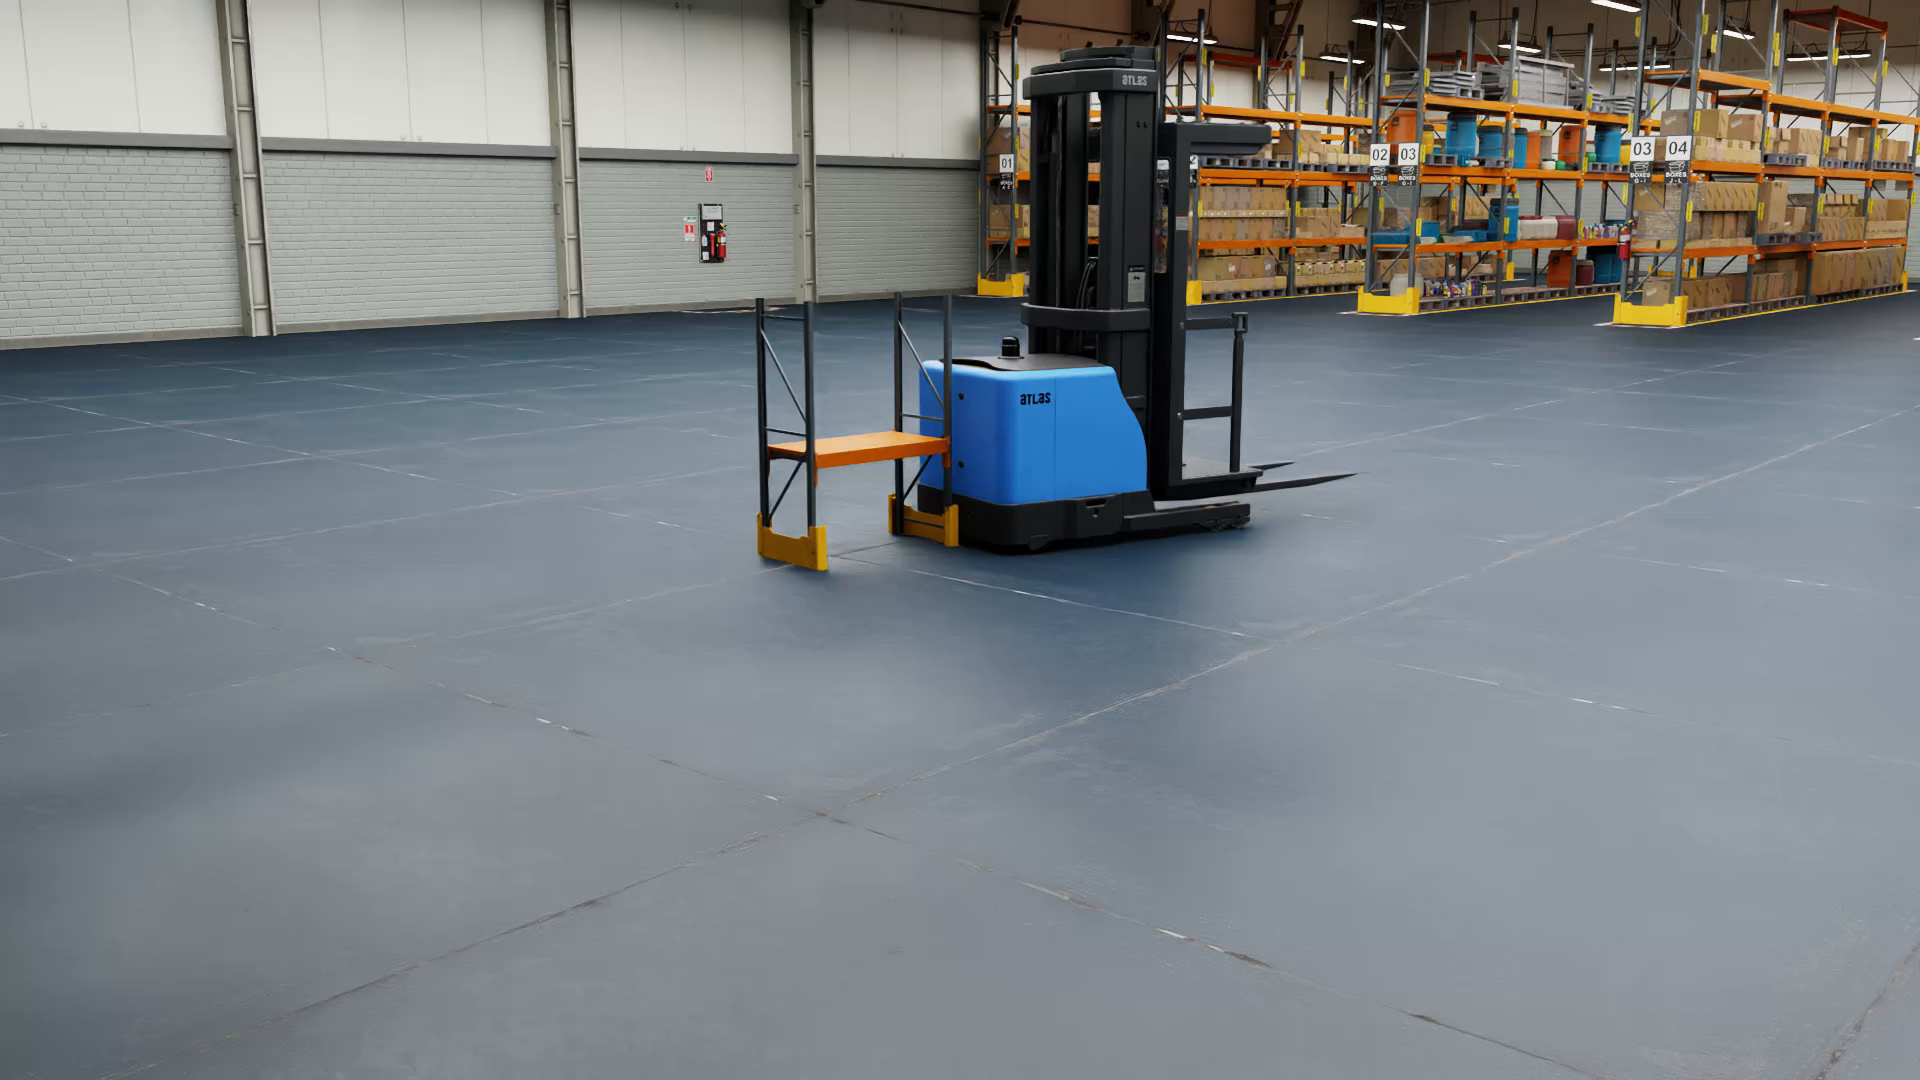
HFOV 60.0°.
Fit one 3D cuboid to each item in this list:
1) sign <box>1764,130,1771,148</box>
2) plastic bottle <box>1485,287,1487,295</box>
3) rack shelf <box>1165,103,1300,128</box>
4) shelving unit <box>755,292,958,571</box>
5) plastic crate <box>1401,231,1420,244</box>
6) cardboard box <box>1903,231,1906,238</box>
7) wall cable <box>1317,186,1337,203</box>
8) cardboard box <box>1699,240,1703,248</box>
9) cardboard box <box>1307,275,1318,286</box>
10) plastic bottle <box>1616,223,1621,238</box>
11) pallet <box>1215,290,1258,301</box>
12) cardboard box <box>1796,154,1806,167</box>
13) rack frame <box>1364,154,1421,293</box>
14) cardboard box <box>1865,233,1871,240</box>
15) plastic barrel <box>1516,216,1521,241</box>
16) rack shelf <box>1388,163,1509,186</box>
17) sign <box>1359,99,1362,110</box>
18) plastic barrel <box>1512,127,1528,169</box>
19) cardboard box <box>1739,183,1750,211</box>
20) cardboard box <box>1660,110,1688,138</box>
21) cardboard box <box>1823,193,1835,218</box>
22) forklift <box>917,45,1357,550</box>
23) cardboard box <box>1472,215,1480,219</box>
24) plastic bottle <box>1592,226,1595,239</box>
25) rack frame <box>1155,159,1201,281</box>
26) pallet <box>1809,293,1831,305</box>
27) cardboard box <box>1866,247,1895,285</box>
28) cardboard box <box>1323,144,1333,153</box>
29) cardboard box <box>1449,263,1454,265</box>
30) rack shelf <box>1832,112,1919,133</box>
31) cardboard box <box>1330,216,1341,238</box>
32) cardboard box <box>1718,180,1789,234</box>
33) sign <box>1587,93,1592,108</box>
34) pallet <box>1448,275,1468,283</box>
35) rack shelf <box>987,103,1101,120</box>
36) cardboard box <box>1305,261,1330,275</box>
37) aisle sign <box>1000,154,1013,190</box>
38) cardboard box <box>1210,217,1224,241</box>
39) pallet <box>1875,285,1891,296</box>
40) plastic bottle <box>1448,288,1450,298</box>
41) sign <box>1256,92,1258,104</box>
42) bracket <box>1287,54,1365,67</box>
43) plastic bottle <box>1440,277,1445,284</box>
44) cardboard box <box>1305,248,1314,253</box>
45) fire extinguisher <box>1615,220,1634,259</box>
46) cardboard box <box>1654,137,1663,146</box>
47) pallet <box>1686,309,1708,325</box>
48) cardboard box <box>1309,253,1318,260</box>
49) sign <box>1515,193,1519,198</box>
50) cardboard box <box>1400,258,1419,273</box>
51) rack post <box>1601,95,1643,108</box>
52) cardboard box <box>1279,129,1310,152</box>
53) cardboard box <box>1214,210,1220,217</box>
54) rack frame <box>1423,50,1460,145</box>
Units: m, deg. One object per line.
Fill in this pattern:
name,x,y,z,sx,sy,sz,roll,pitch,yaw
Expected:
sign,15.100,-7.496,31.104,0.100,0.325,0.005,10,15,40
plastic bottle,10.962,-5.231,34.762,0.097,0.201,0.097,0,11,0
rack shelf,5.929,-9.220,36.258,1.077,0.370,4.000,10,15,40
shelving unit,-0.598,-0.673,9.751,1.083,1.500,0.587,-10,15,-41
plastic crate,8.865,-6.026,33.105,0.499,0.251,0.408,10,15,40
cardboard box,22.621,-7.388,40.182,0.380,0.149,0.250,10,15,41
wall cable,11.581,-10.336,51.709,0.084,1.984,1.851,10,15,40
cardboard box,12.920,-5.248,29.471,0.380,0.149,0.250,10,15,40
cardboard box,8.040,-6.082,38.950,0.500,0.250,0.500,10,15,42
plastic bottle,15.765,-7.429,39.873,0.144,0.351,0.185,10,15,40
pallet,5.887,-5.462,37.021,1.003,0.211,1.213,10,15,40
cardboard box,16.548,-7.576,33.210,0.500,0.250,0.500,10,15,42
rack frame,8.327,-5.892,32.054,1.000,3.000,0.127,10,15,40
cardboard box,20.414,-6.895,37.714,0.380,0.149,0.250,10,15,40
plastic barrel,11.764,-6.660,35.550,0.433,0.535,0.433,0,11,0
rack shelf,9.647,-7.305,33.303,1.077,0.370,4.000,10,15,40
sign,11.845,-12.894,49.204,0.100,0.325,0.005,10,15,40
plastic barrel,12.003,-8.493,36.136,0.600,0.901,0.708,10,15,40
cardboard box,14.268,-6.350,30.778,0.500,0.500,0.500,10,15,40
cardboard box,12.880,-7.424,29.771,0.500,0.500,0.500,10,15,40
cardboard box,18.255,-7.171,35.639,0.797,0.503,0.637,10,15,42
forklift,1.251,-1.570,10.590,3.031,2.935,1.130,-7,13,-31
cardboard box,13.738,-8.537,45.038,0.500,0.500,0.500,10,15,40
plastic bottle,14.717,-7.150,38.647,0.061,0.283,0.133,10,15,40
rack frame,4.608,-6.533,35.263,1.000,3.000,0.127,10,15,40
pallet,17.905,-5.168,35.545,1.003,0.211,1.213,10,15,40
cardboard box,21.646,-6.532,39.607,0.875,0.875,0.875,10,15,40
cardboard box,10.492,-11.254,48.382,0.500,0.500,0.500,9,14,38
cardboard box,13.188,-7.427,45.478,0.500,0.311,0.500,10,15,40
rack shelf,21.289,-9.705,38.682,1.077,0.370,4.000,10,15,40
cardboard box,8.794,-7.510,39.899,0.500,0.500,0.500,9,14,37
cardboard box,15.317,-6.439,32.189,1.000,1.000,1.000,10,15,41
sign,14.026,-9.783,37.040,0.100,0.325,0.005,10,15,40
pallet,12.984,-7.032,44.881,1.003,0.211,1.213,10,15,40
rack shelf,2.205,-10.055,39.423,1.077,0.370,4.000,10,15,40
cardboard box,8.384,-6.432,39.273,0.500,0.311,0.500,9,14,38
aisle sign,1.063,-8.399,37.965,0.394,0.787,0.004,10,15,40
cardboard box,5.269,-6.727,35.979,0.700,0.500,0.500,10,15,42
pallet,21.335,-5.932,39.372,1.003,0.211,1.213,10,15,40
plastic bottle,9.826,-4.977,33.495,0.097,0.201,0.097,0,11,0
sign,8.406,-12.492,46.989,0.100,0.325,0.005,10,15,40
bracket,10.860,-14.255,49.415,0.076,0.066,4.783,10,15,40
plastic bottle,10.123,-5.332,34.890,0.144,0.351,0.185,10,15,42
cardboard box,10.084,-8.437,48.450,0.380,0.149,0.250,9,15,39
fire extinguisher,11.626,-5.257,29.069,0.296,0.674,0.183,10,15,40
cardboard box,11.996,-6.926,28.936,0.380,0.149,0.250,10,15,40
pallet,12.660,-4.011,29.752,1.003,0.211,1.213,10,15,40
cardboard box,10.051,-8.164,48.739,0.700,0.500,0.500,10,15,42
sign,15.574,-9.535,46.530,0.100,0.325,0.005,10,15,40
cardboard box,11.421,-6.959,42.651,0.500,0.500,0.500,9,14,38
rack post,15.668,-10.443,39.713,0.937,0.300,0.954,9,15,39
cardboard box,7.686,-9.178,38.244,0.500,0.500,0.500,10,15,41
cardboard box,5.367,-7.006,35.718,0.380,0.149,0.250,10,15,41
rack frame,12.530,-11.241,43.515,1.000,3.000,0.127,10,15,40
